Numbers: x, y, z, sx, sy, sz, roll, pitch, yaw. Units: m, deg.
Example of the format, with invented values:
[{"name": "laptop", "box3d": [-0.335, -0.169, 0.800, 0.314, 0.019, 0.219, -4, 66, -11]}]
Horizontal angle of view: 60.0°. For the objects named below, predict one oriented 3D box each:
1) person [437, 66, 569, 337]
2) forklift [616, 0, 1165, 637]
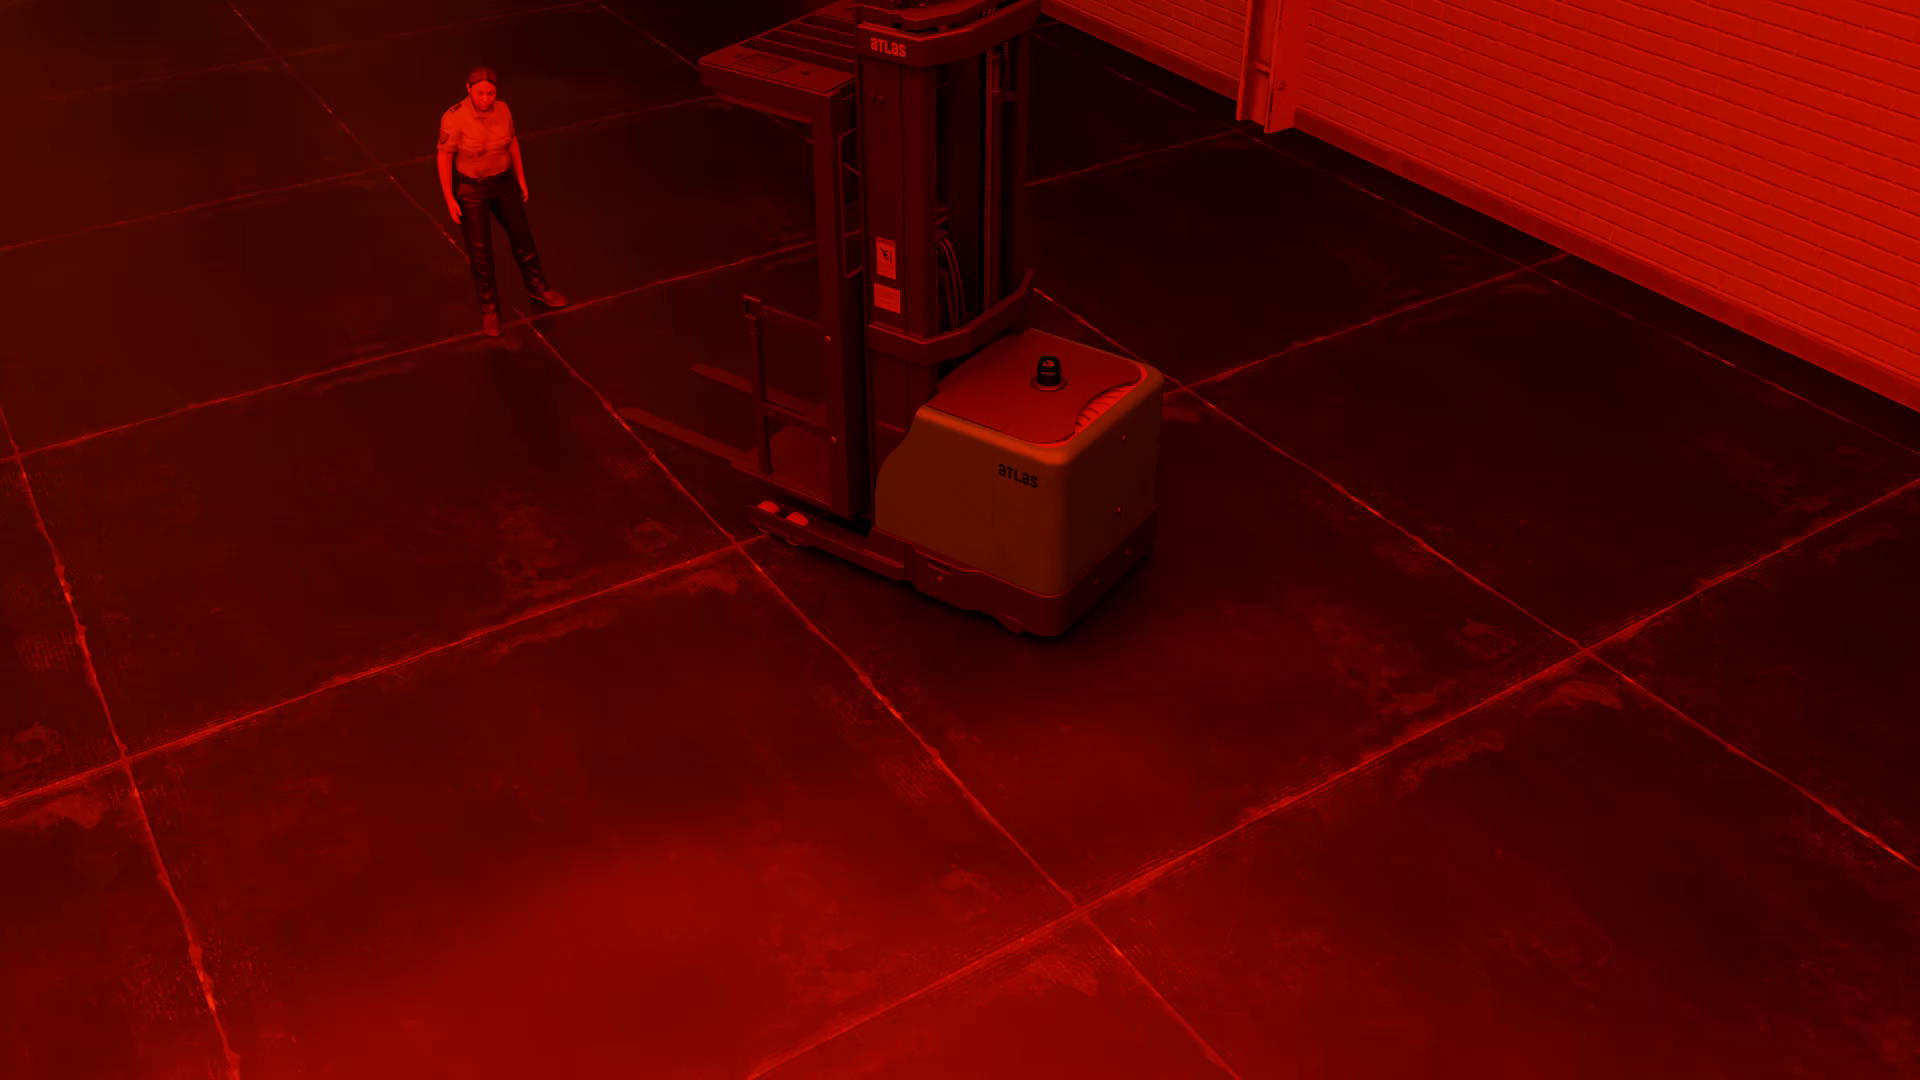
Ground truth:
[{"name": "person", "box3d": [-2.892, -2.148, 10.339, 0.657, 1.638, 0.431, -29, 44, -35]}, {"name": "forklift", "box3d": [-0.500, -1.399, 8.138, 3.031, 2.935, 1.130, 22, 41, 28]}]
